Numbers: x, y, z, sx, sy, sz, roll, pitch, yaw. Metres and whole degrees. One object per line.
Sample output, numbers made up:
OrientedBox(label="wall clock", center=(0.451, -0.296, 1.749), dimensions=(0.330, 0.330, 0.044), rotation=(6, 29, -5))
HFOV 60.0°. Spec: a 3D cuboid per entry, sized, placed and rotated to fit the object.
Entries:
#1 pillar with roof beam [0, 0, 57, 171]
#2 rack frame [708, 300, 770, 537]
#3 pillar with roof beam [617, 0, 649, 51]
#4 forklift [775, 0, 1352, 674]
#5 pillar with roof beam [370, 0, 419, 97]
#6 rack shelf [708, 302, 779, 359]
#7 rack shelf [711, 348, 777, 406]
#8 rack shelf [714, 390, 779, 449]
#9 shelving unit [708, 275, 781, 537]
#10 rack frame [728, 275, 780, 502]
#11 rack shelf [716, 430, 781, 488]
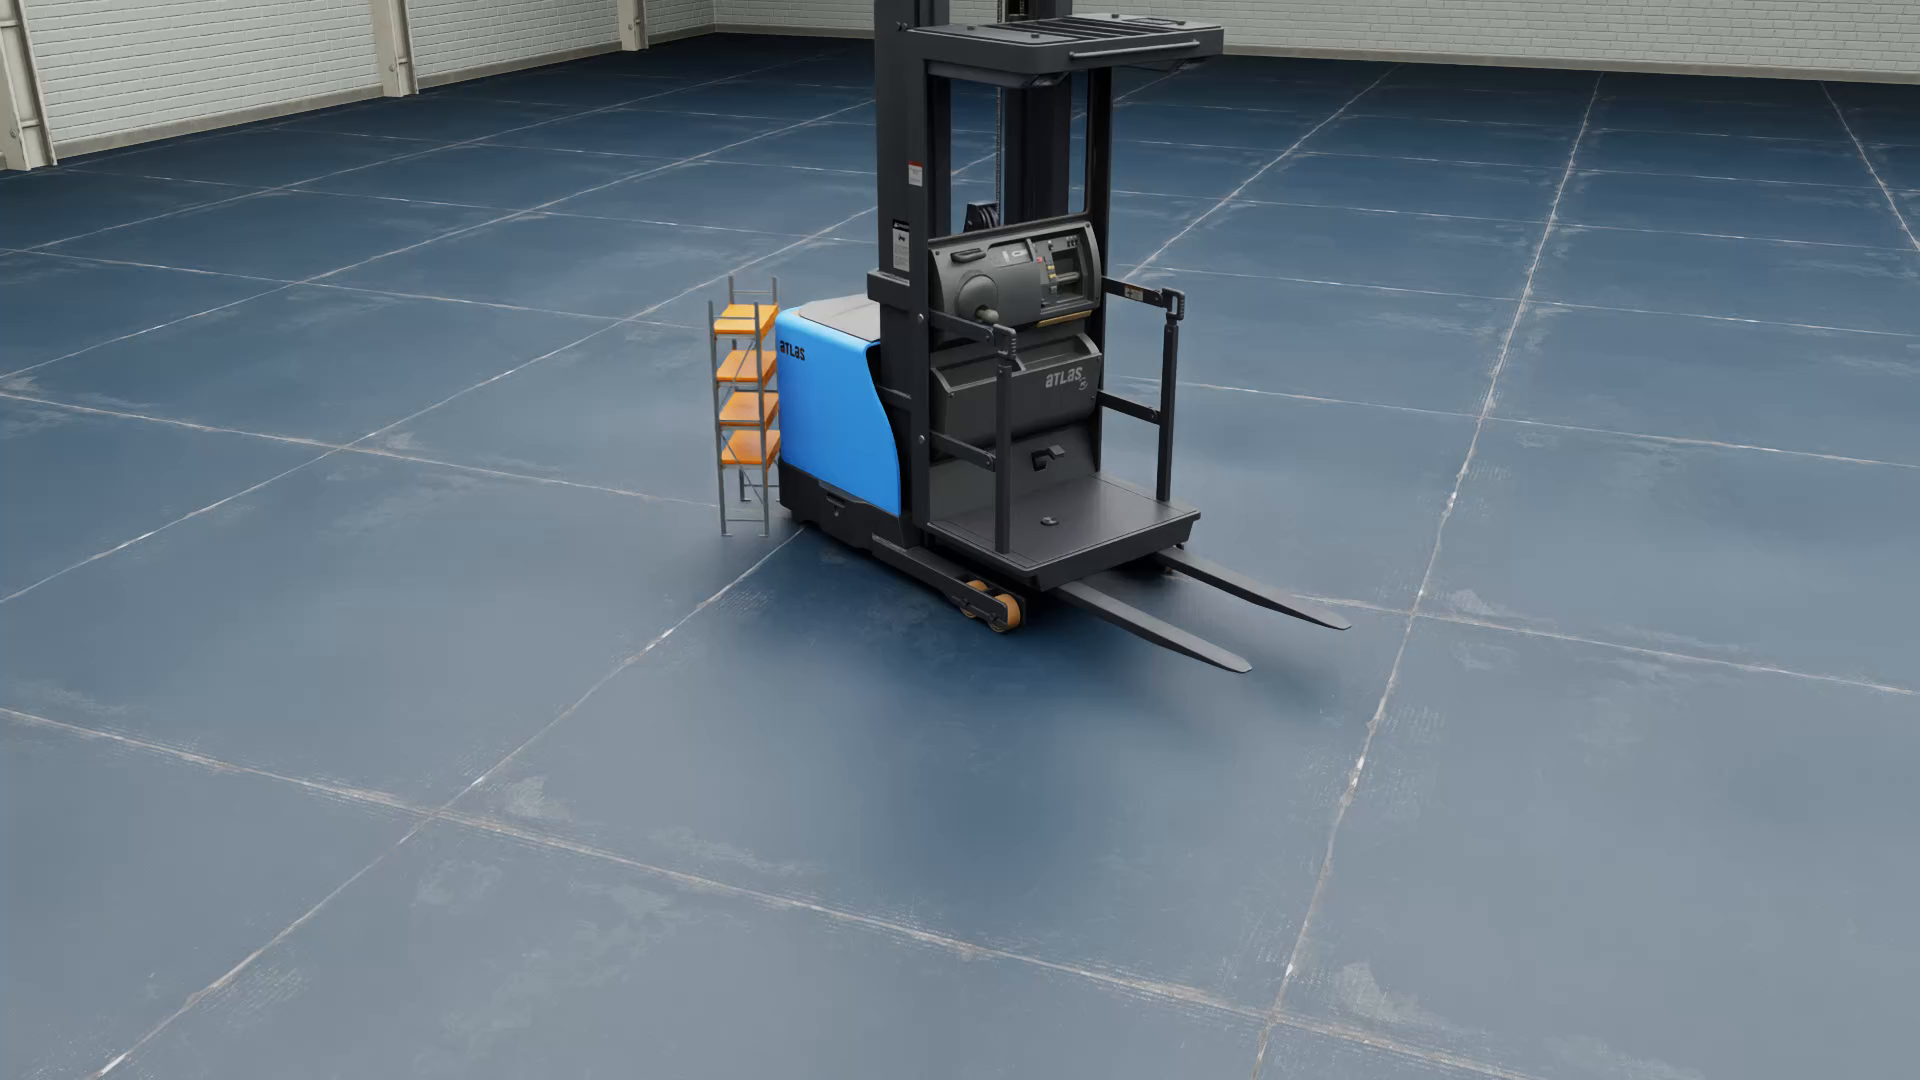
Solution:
OrientedBox(label="pillar with roof beam", center=(-5.962, -7.543, 14.632), dimensions=(9.100, 9.000, 0.400), rotation=(9, 24, 20))
OrientedBox(label="rack frame", center=(-1.069, -0.573, 8.064), dimensions=(0.240, 1.200, 0.015), rotation=(2, 23, 4))
OrientedBox(label="pillar with roof beam", center=(-1.505, -11.837, 24.913), dimensions=(9.100, 9.000, 0.400), rotation=(9, 24, 20))
OrientedBox(label="forklift", center=(0.396, -1.166, 7.238), dimensions=(1.130, 2.935, 3.031), rotation=(-18, 28, -36))
OrientedBox(label="pillar with roof beam", center=(-3.733, -9.690, 19.773), dimensions=(9.100, 9.000, 0.400), rotation=(9, 24, 20))
OrientedBox(label="rack shelf", center=(-1.051, -1.029, 8.137), dimensions=(0.258, 0.148, 0.480), rotation=(2, 23, 4))
OrientedBox(label="rack shelf", center=(-1.051, -0.811, 8.228), dimensions=(0.258, 0.148, 0.480), rotation=(2, 23, 4))
OrientedBox(label="rack shelf", center=(-1.051, -0.604, 8.314), dimensions=(0.258, 0.148, 0.480), rotation=(2, 23, 4))
OrientedBox(label="shelving unit", center=(-1.051, -0.666, 8.289), dimensions=(0.258, 1.200, 0.503), rotation=(2, 23, 4))
OrientedBox(label="rack frame", center=(-1.034, -0.760, 8.513), dimensions=(0.240, 1.200, 0.015), rotation=(2, 23, 4))
OrientedBox(label="rack shelf", center=(-1.052, -0.421, 8.391), dimensions=(0.258, 0.148, 0.480), rotation=(2, 23, 4))
